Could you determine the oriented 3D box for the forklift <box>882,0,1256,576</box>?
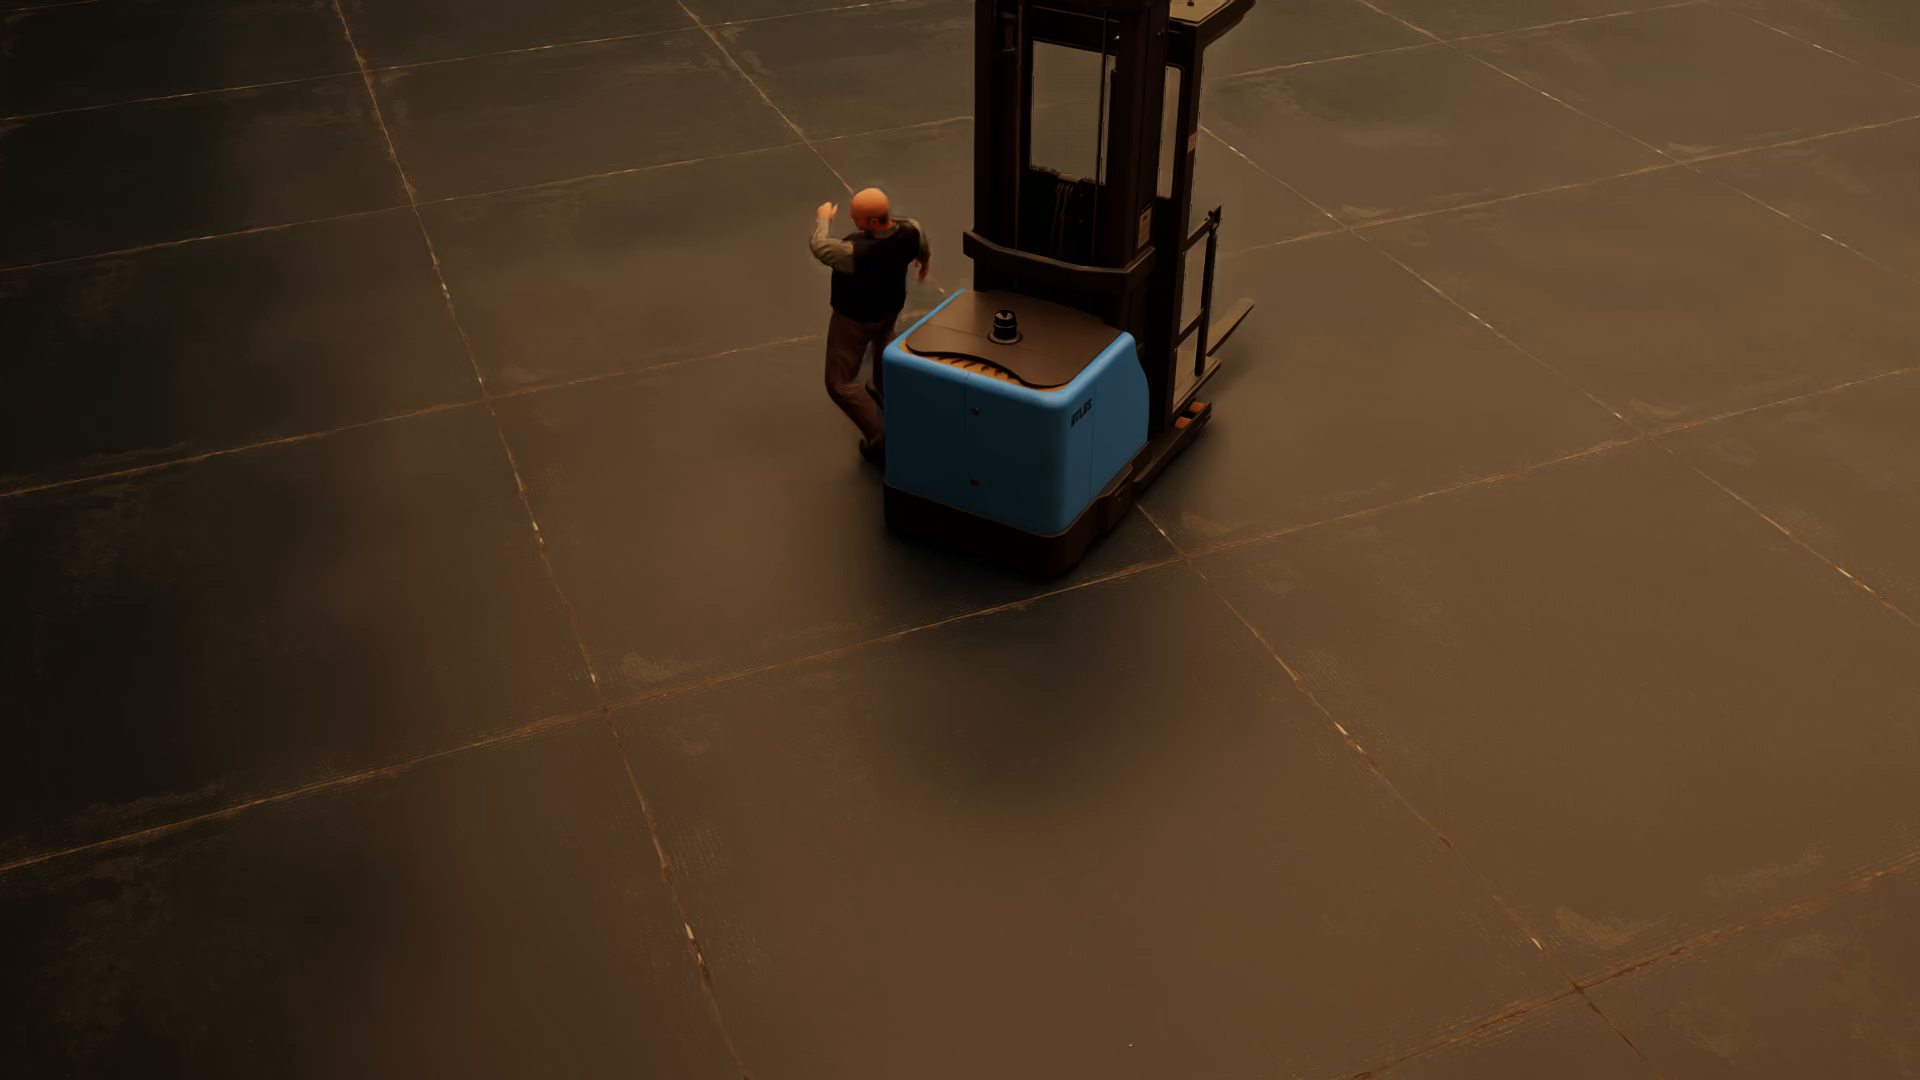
[{"bbox_3d":[0.780,-1.844,8.691,1.130,2.935,3.031,19,39,24],"label":"forklift"}]

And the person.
[{"bbox_3d":[-0.452,-1.312,9.126,0.833,1.557,0.849,24,42,30],"label":"person"}]
